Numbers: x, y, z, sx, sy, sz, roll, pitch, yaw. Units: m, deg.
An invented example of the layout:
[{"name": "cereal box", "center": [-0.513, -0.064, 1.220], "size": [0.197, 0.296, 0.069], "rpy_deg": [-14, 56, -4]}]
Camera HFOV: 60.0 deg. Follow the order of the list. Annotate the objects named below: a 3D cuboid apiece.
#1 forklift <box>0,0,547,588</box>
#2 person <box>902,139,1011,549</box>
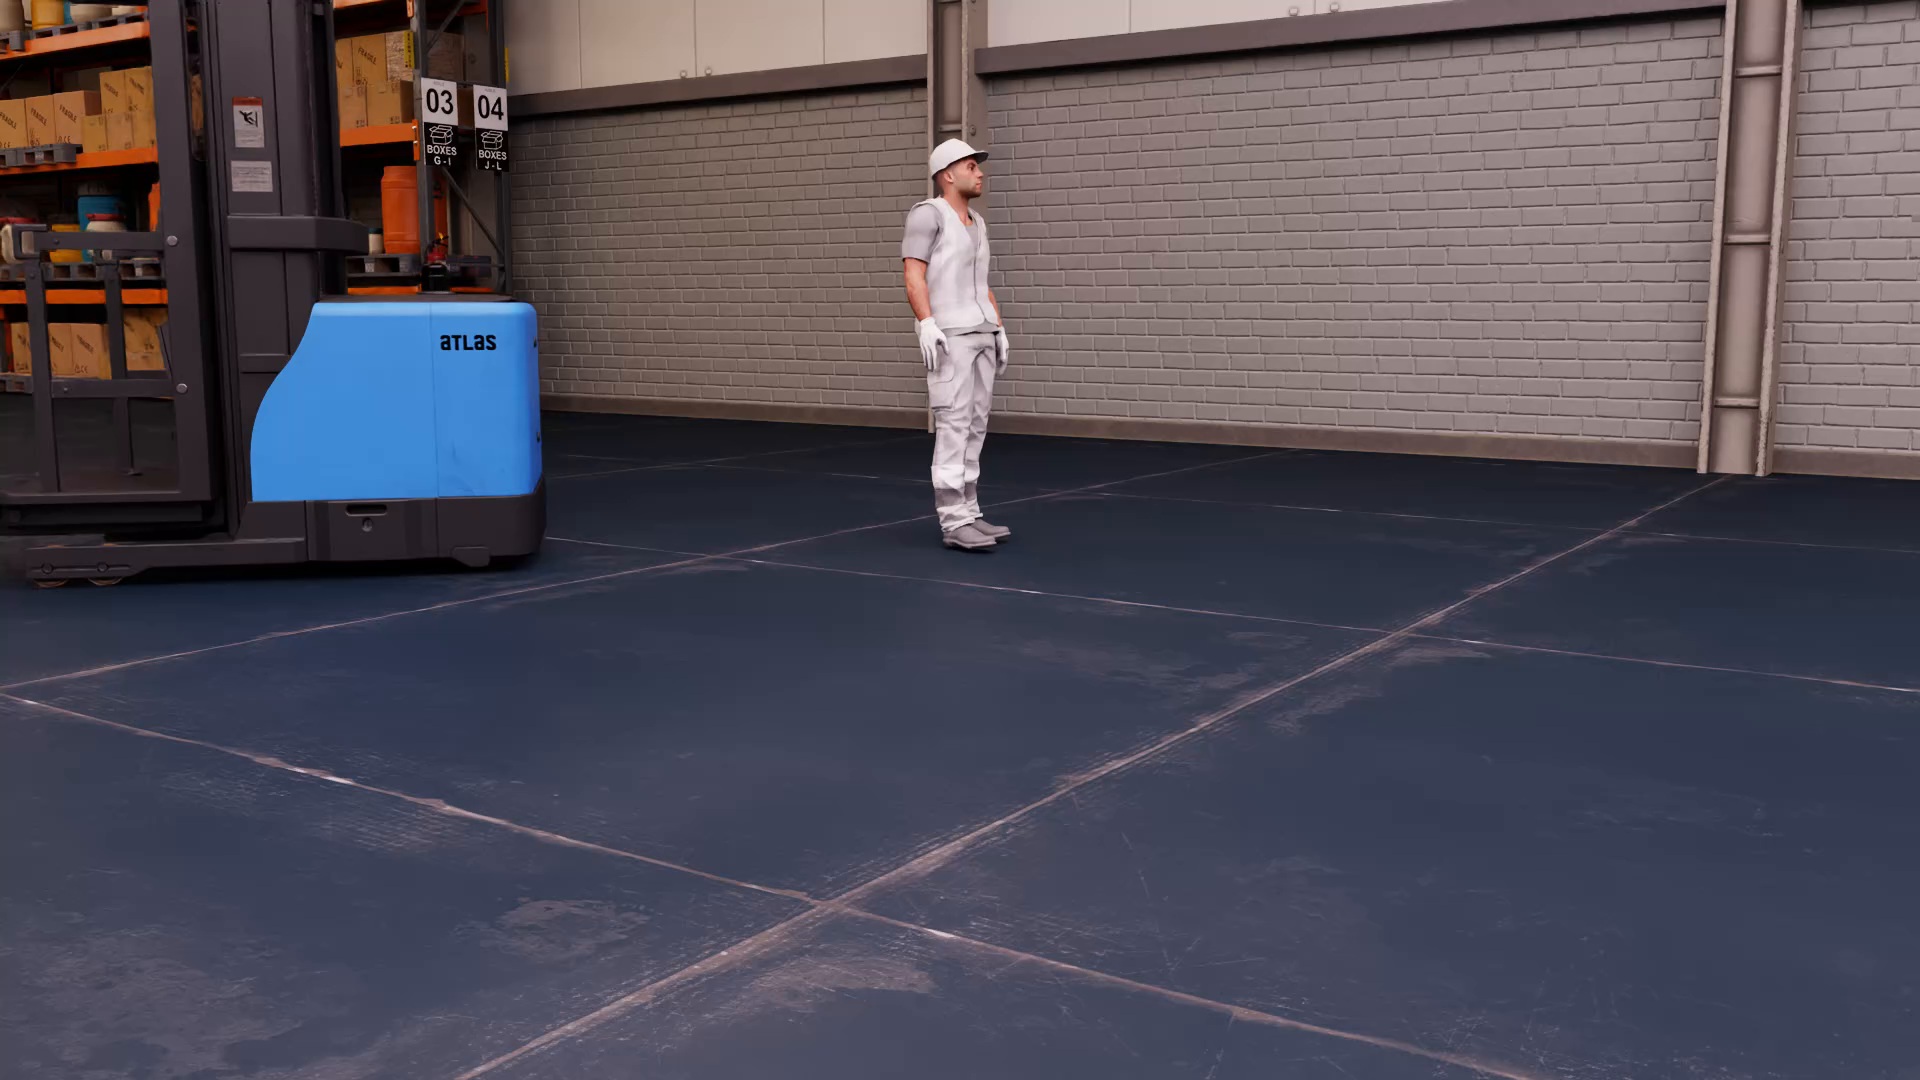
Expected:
[{"name": "forklift", "center": [-3.286, -1.350, 6.684], "size": [3.031, 2.935, 1.130], "rpy_deg": [-2, 8, -11]}, {"name": "person", "center": [0.061, -0.885, 7.423], "size": [0.562, 1.789, 0.638], "rpy_deg": [5, 10, 34]}]
